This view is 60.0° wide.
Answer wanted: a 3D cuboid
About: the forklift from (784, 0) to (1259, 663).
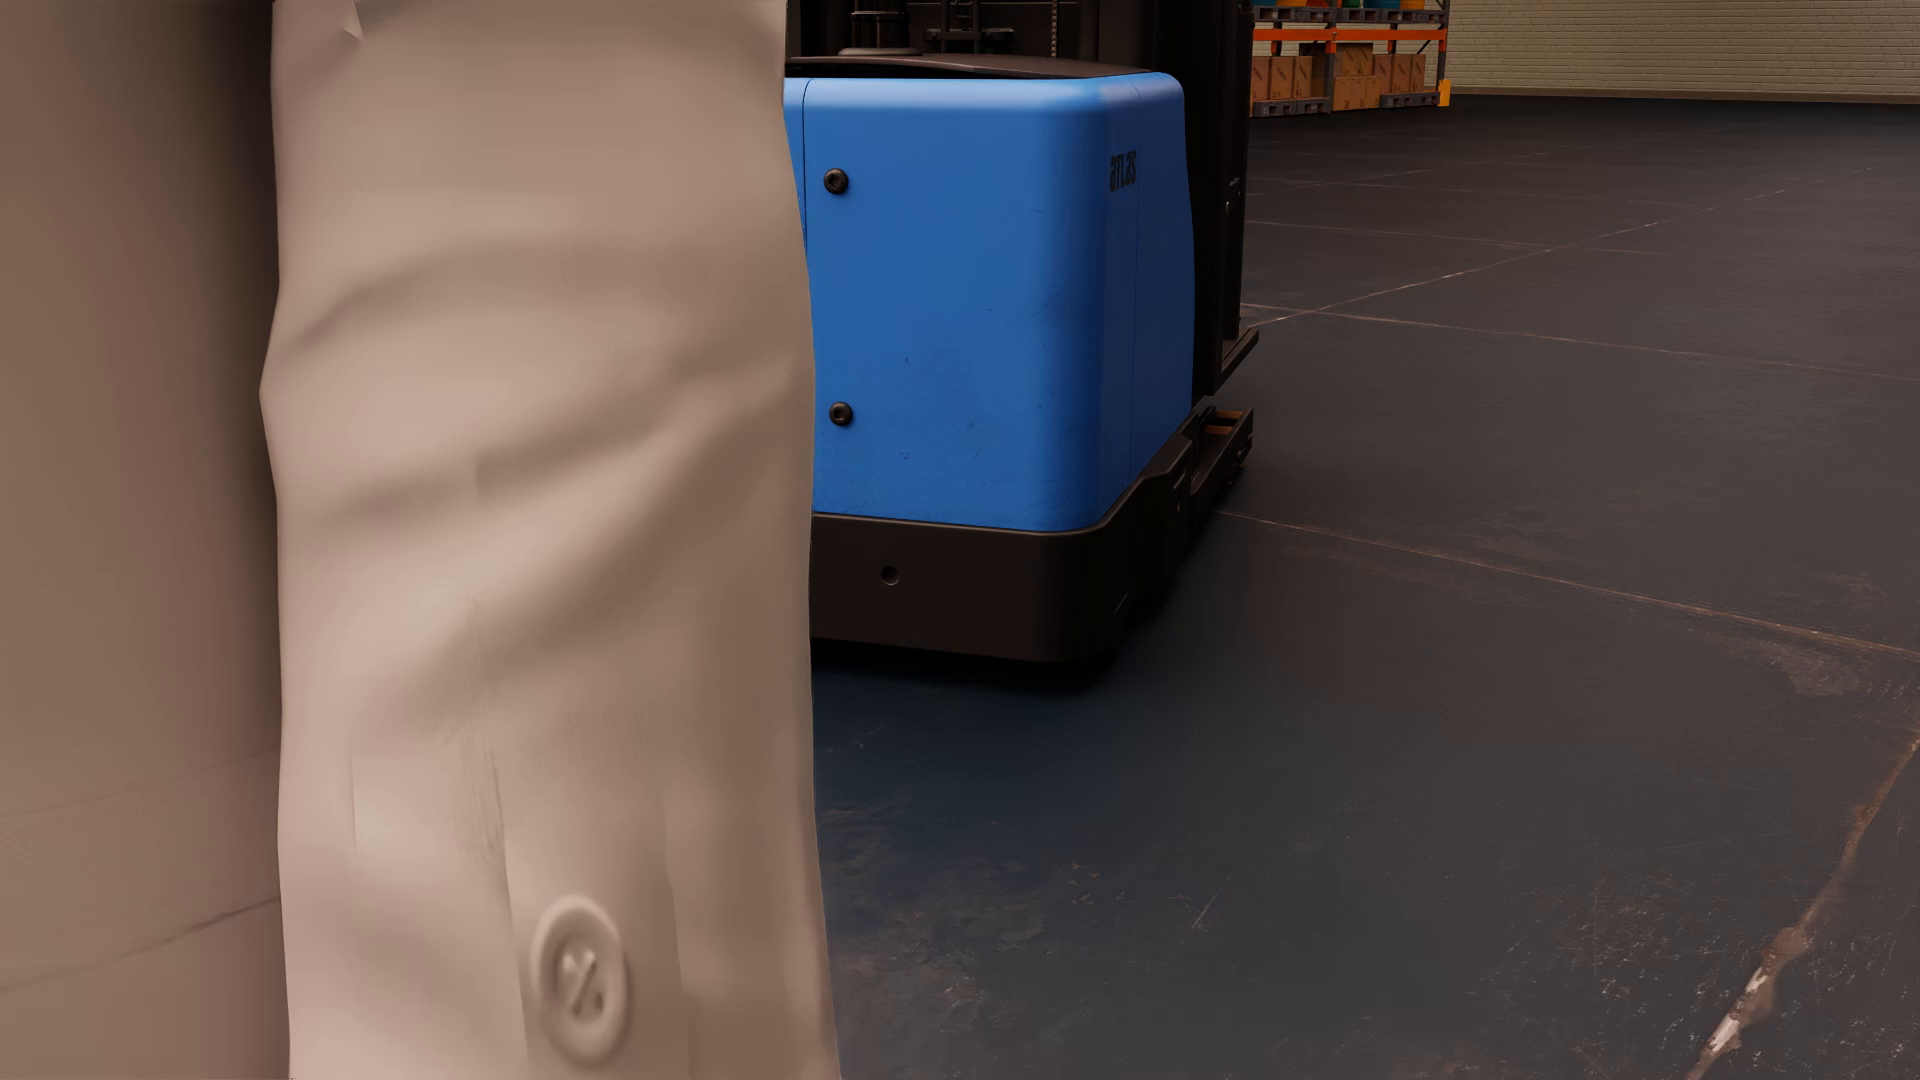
[{"bbox_3d":[0.182,-1.571,4.072,1.130,2.935,3.031,5,18,17],"label":"forklift"}]
